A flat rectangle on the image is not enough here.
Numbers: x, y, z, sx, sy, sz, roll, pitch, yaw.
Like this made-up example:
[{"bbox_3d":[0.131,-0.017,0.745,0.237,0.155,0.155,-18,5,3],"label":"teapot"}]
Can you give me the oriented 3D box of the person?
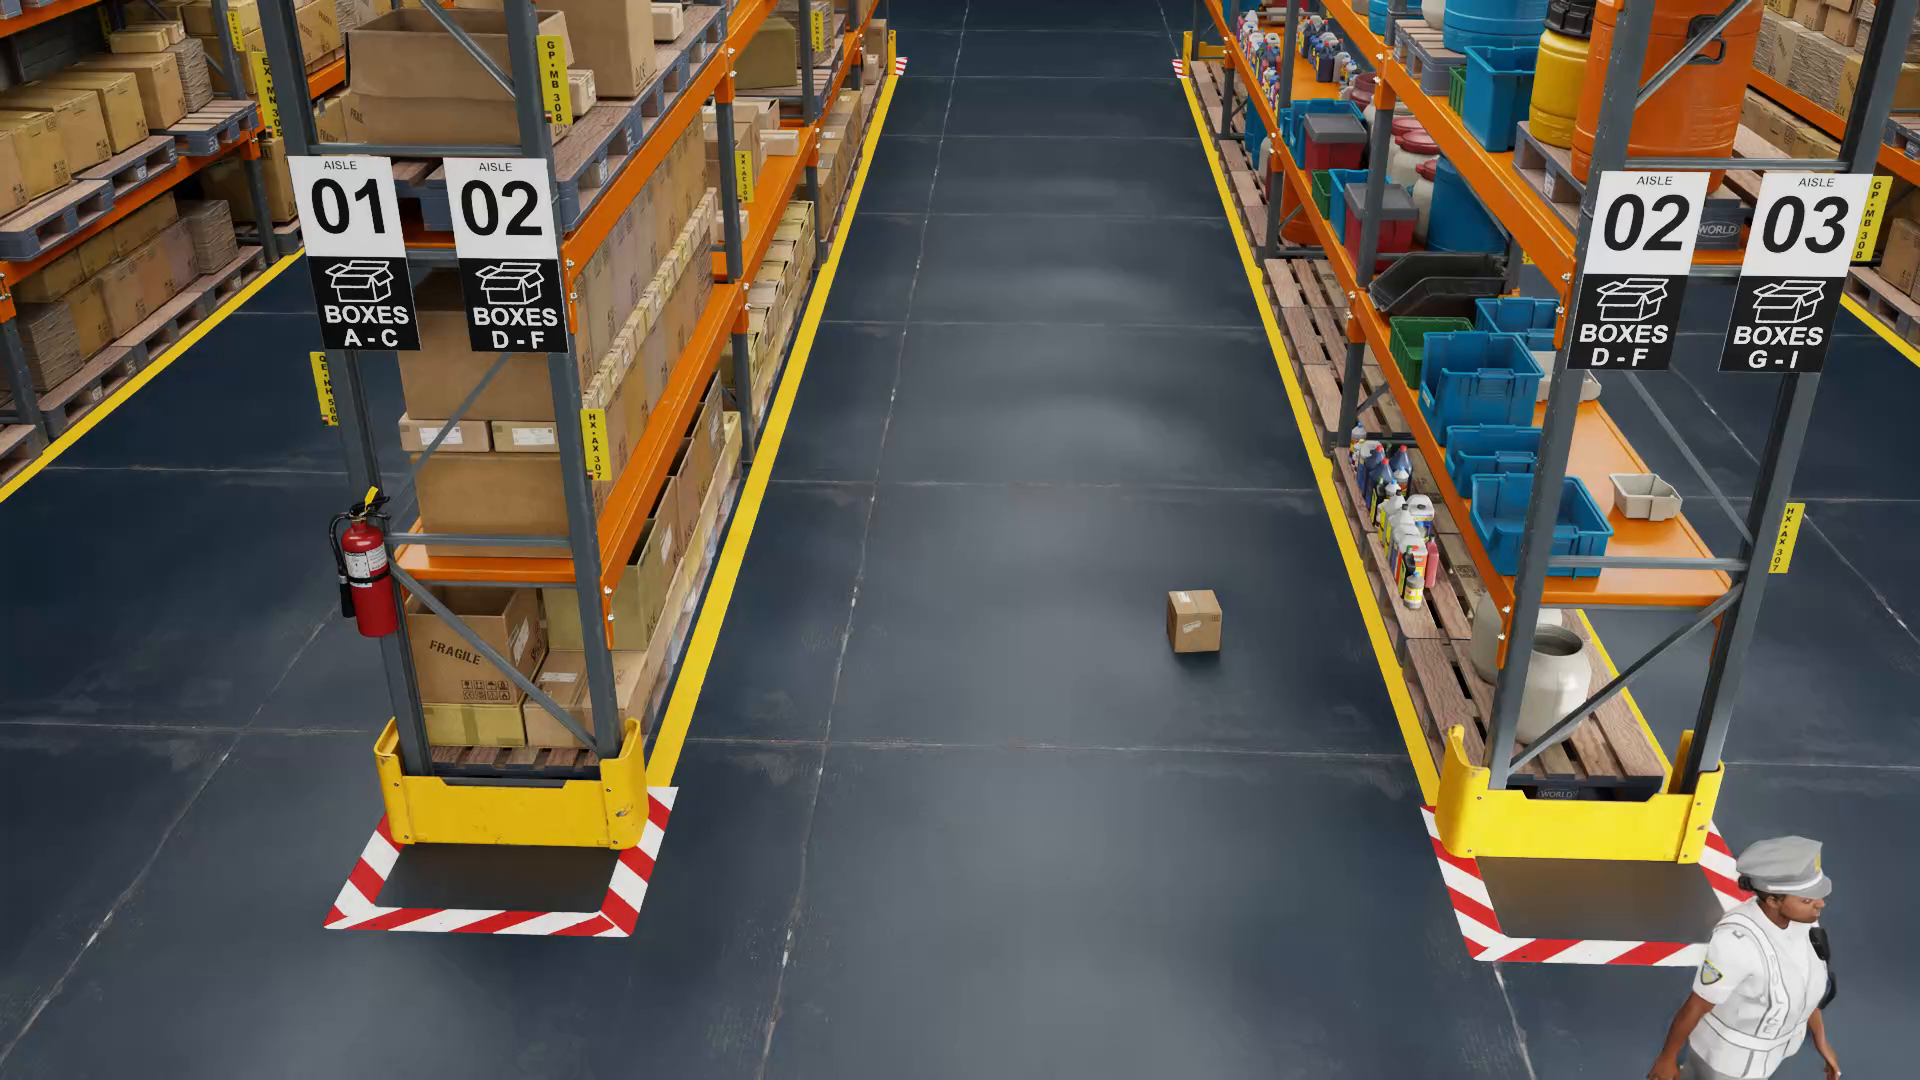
[{"bbox_3d":[2.629,1.672,5.433,0.491,1.634,0.988,-20,34,-33],"label":"person"}]
